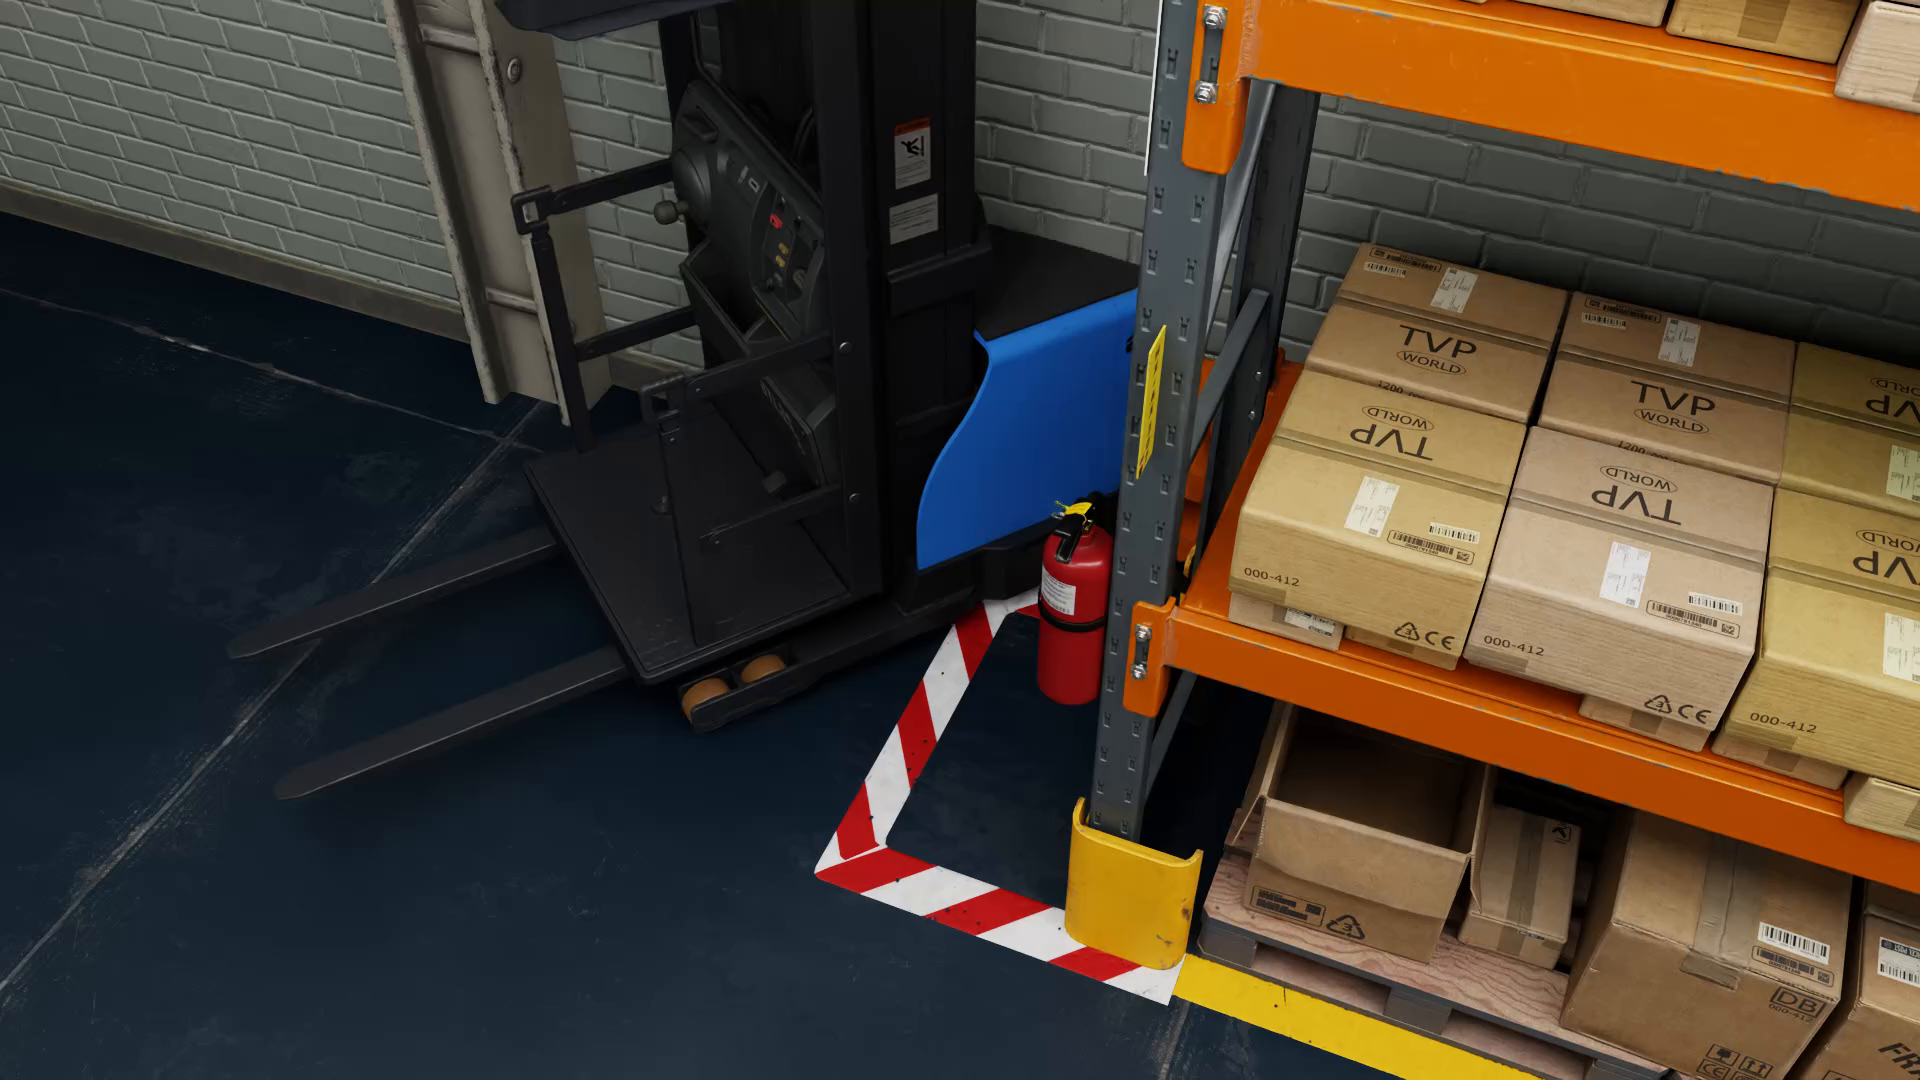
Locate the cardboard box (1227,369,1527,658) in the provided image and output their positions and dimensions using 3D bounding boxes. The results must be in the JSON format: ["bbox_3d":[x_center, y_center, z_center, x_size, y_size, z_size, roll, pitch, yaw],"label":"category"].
[{"bbox_3d":[0.901,-0.069,3.588,0.500,0.250,0.500,17,47,16],"label":"cardboard box"}]

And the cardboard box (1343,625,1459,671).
[{"bbox_3d":[1.036,0.080,3.721,0.250,0.149,0.380,17,47,17],"label":"cardboard box"}]

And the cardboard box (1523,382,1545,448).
[{"bbox_3d":[1.483,-0.186,3.989,0.250,0.149,0.380,15,47,15],"label":"cardboard box"}]

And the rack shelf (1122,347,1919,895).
[{"bbox_3d":[2.432,0.482,3.649,4.000,0.370,1.077,16,47,16],"label":"rack shelf"}]

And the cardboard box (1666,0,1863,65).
[{"bbox_3d":[1.273,-0.917,2.597,0.250,0.149,0.380,17,47,16],"label":"cardboard box"}]

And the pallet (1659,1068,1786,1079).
[{"bbox_3d":[2.514,1.242,4.353,1.213,0.211,1.003,16,47,16],"label":"pallet"}]

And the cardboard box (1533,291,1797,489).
[{"bbox_3d":[1.588,-0.275,3.795,0.500,0.250,0.500,17,47,16],"label":"cardboard box"}]

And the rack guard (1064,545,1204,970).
[{"bbox_3d":[0.656,0.591,4.802,0.348,0.500,1.175,16,47,16],"label":"rack guard"}]

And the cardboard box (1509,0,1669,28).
[{"bbox_3d":[1.043,-0.998,2.678,0.250,0.149,0.380,17,47,17],"label":"cardboard box"}]

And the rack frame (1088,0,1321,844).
[{"bbox_3d":[0.586,-0.316,3.941,0.127,3.000,1.000,16,47,16],"label":"rack frame"}]

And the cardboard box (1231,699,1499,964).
[{"bbox_3d":[1.114,0.648,4.444,0.637,0.503,0.797,15,47,14],"label":"cardboard box"}]

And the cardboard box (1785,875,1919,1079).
[{"bbox_3d":[2.337,1.115,3.977,0.500,0.500,0.500,17,47,17],"label":"cardboard box"}]

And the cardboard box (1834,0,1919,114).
[{"bbox_3d":[1.463,-0.782,2.461,0.250,0.149,0.380,17,47,17],"label":"cardboard box"}]

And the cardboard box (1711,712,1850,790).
[{"bbox_3d":[1.749,0.306,3.494,0.250,0.149,0.380,17,47,16],"label":"cardboard box"}]

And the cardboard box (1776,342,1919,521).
[{"bbox_3d":[2.043,-0.137,3.657,0.500,0.250,0.500,18,48,17],"label":"cardboard box"}]

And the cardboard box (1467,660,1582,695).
[{"bbox_3d":[1.292,0.129,3.672,0.250,0.149,0.380,16,47,15],"label":"cardboard box"}]

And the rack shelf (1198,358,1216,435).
[{"bbox_3d":[0.682,-0.407,5.026,0.240,0.259,0.215,16,47,15],"label":"rack shelf"}]

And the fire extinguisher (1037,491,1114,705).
[{"bbox_3d":[0.272,0.105,3.837,0.183,0.674,0.296,16,47,16],"label":"fire extinguisher"}]

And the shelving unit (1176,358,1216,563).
[{"bbox_3d":[0.683,-0.215,5.220,0.252,1.050,0.215,16,47,15],"label":"shelving unit"}]

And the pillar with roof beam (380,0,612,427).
[{"bbox_3d":[-3.213,-0.959,0.334,0.400,9.000,9.100,16,47,16],"label":"pillar with roof beam"}]

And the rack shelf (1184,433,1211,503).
[{"bbox_3d":[0.683,-0.207,5.227,0.240,0.259,0.215,16,47,15],"label":"rack shelf"}]

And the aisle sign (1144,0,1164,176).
[{"bbox_3d":[0.410,-1.065,2.850,0.004,0.787,0.394,16,47,16],"label":"aisle sign"}]

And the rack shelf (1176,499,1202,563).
[{"bbox_3d":[0.684,-0.012,5.425,0.240,0.259,0.215,16,47,15],"label":"rack shelf"}]

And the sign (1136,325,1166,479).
[{"bbox_3d":[0.377,-0.269,3.280,0.005,0.325,0.100,16,47,16],"label":"sign"}]

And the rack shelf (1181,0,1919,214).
[{"bbox_3d":[2.432,-0.581,2.591,4.000,0.370,1.077,16,47,16],"label":"rack shelf"}]

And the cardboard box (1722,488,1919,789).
[{"bbox_3d":[1.835,0.203,3.315,0.500,0.250,0.500,16,47,15],"label":"cardboard box"}]

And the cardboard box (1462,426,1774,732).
[{"bbox_3d":[1.366,0.067,3.451,0.500,0.250,0.500,17,47,16],"label":"cardboard box"}]

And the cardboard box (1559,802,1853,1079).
[{"bbox_3d":[1.888,0.907,4.186,0.500,0.500,0.700,18,48,17],"label":"cardboard box"}]

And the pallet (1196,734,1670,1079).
[{"bbox_3d":[1.392,0.909,4.687,1.213,0.211,1.003,16,47,16],"label":"pallet"}]

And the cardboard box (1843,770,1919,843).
[{"bbox_3d":[1.954,0.423,3.376,0.250,0.149,0.380,15,47,15],"label":"cardboard box"}]

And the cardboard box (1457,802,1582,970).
[{"bbox_3d":[1.491,0.915,4.428,0.250,0.149,0.380,15,47,14],"label":"cardboard box"}]

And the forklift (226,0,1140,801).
[{"bbox_3d":[-0.774,-0.877,4.554,3.031,2.935,1.130,-22,49,-21],"label":"forklift"}]

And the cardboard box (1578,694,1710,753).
[{"bbox_3d":[1.502,0.237,3.563,0.250,0.149,0.380,18,48,17],"label":"cardboard box"}]

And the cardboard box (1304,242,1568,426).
[{"bbox_3d":[1.113,-0.416,3.937,0.500,0.250,0.500,18,48,17],"label":"cardboard box"}]

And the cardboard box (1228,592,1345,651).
[{"bbox_3d":[0.784,0.041,3.760,0.250,0.149,0.380,16,47,16],"label":"cardboard box"}]

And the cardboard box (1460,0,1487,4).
[{"bbox_3d":[0.791,-1.052,2.732,0.250,0.149,0.380,17,47,17],"label":"cardboard box"}]

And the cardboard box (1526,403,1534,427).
[{"bbox_3d":[1.206,-0.202,4.005,0.250,0.149,0.380,18,48,17],"label":"cardboard box"}]
